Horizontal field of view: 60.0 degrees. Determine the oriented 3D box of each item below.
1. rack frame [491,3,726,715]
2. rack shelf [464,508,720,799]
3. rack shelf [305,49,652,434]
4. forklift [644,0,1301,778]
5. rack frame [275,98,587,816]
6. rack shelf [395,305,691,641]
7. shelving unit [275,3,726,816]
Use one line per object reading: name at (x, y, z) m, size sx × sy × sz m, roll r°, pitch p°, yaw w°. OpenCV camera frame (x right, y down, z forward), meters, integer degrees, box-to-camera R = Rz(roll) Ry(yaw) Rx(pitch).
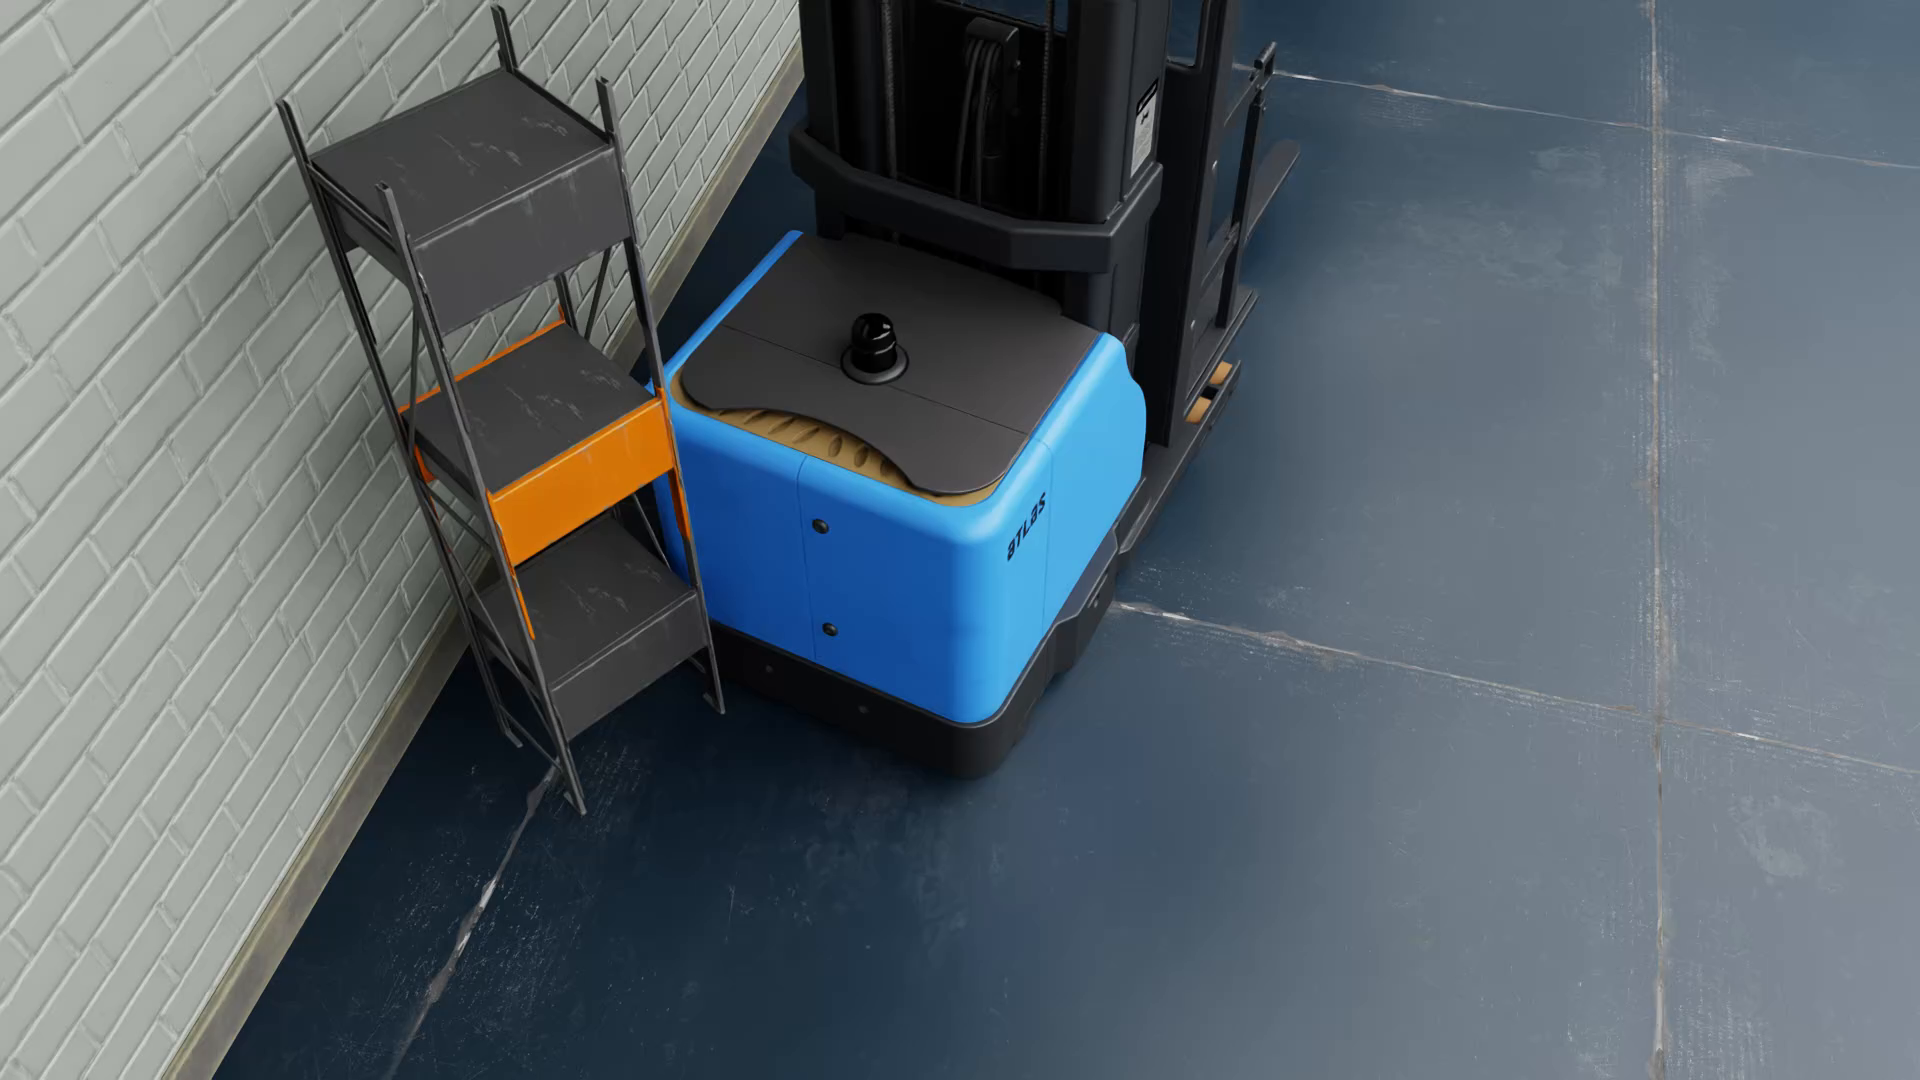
rack frame at (-0.822, -0.300, 4.114) m, size 0.015 × 2.100 × 0.400 m, roll -36°, pitch 58°, yaw -27°
rack shelf at (-0.998, 0.300, 4.537) m, size 0.480 × 0.518 × 0.431 m, roll -36°, pitch 58°, yaw -27°
rack shelf at (-0.998, -0.627, 3.487) m, size 0.480 × 0.518 × 0.431 m, roll -36°, pitch 58°, yaw -27°
forklift at (0.295, -1.428, 4.556) m, size 1.130 × 2.935 × 3.031 m, roll 21°, pitch 52°, yaw 18°
rack frame at (-1.173, -0.046, 3.890) m, size 0.015 × 2.100 × 0.400 m, roll -36°, pitch 58°, yaw -27°
rack shelf at (-0.998, -0.164, 4.012) m, size 0.480 × 0.518 × 0.431 m, roll -36°, pitch 58°, yaw -27°
shelving unit at (-0.998, -0.173, 4.002) m, size 0.503 × 2.100 × 0.431 m, roll -36°, pitch 58°, yaw -27°
